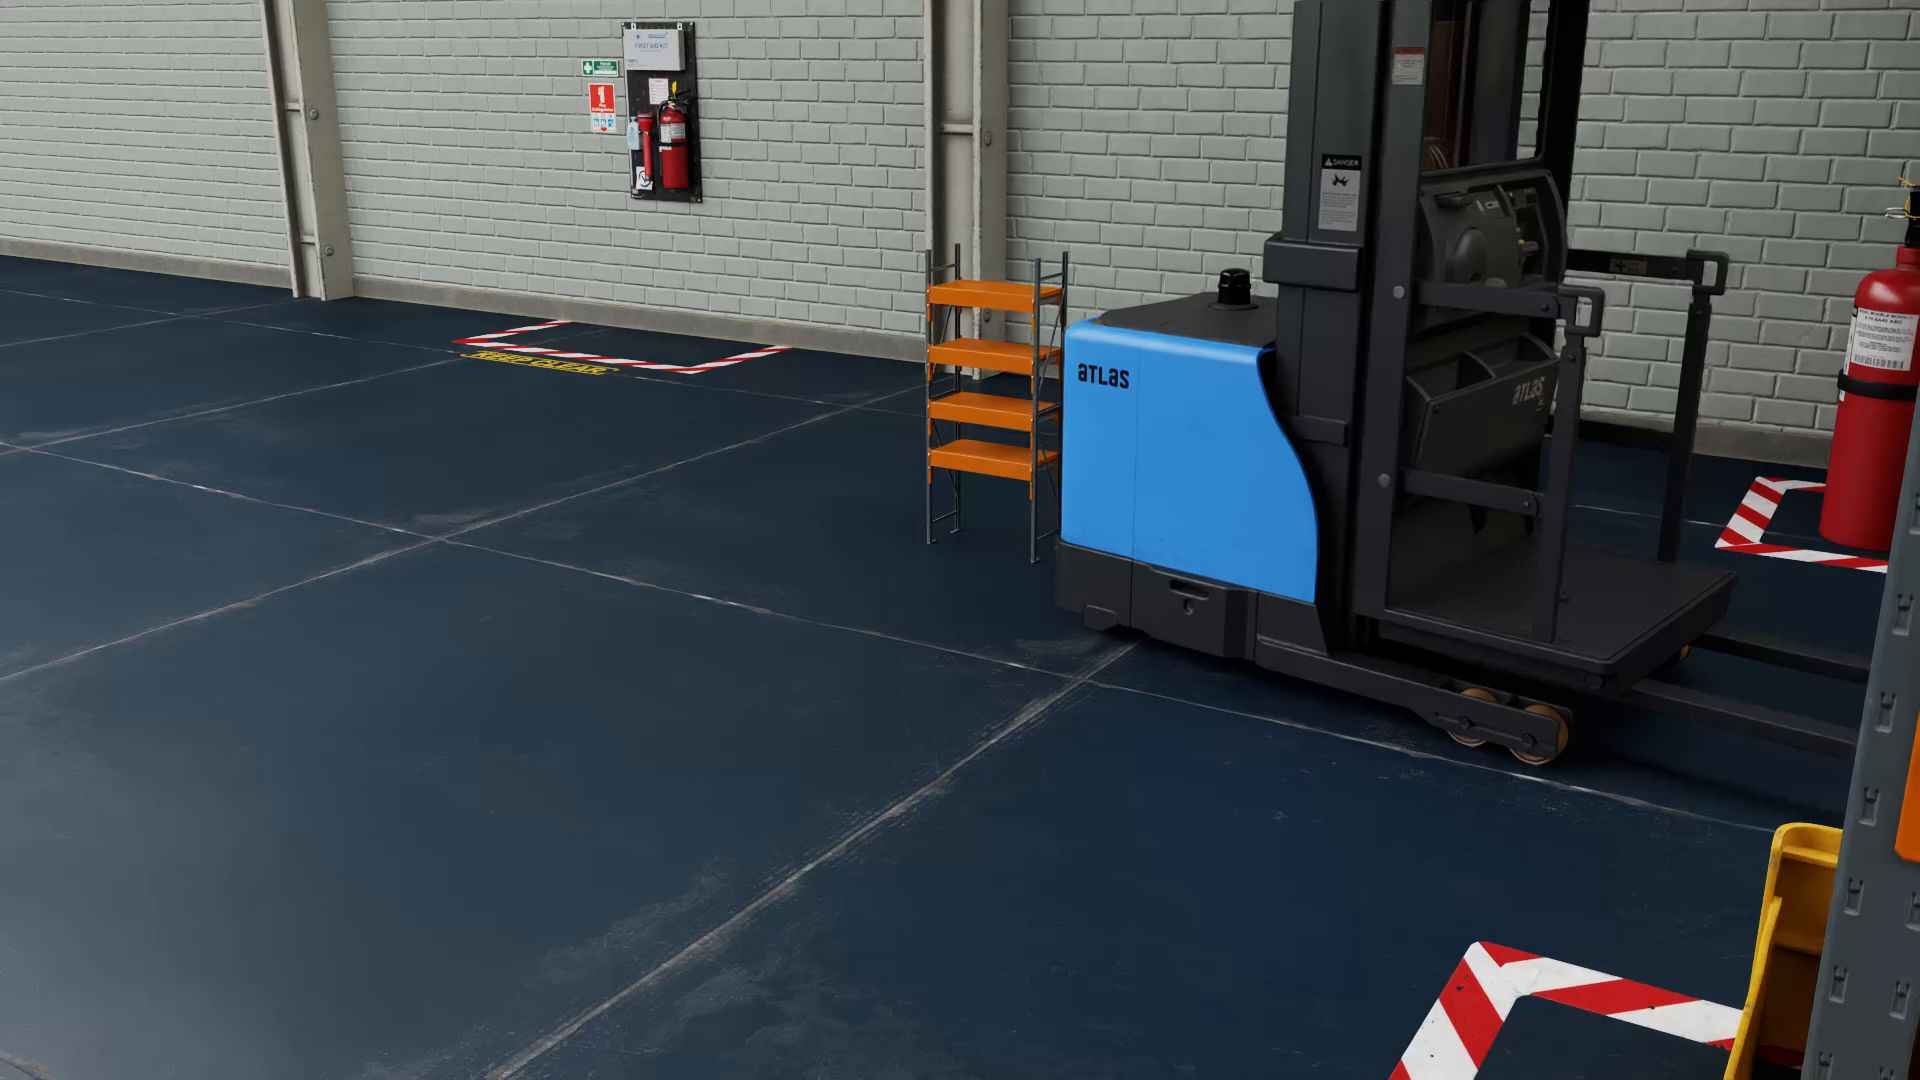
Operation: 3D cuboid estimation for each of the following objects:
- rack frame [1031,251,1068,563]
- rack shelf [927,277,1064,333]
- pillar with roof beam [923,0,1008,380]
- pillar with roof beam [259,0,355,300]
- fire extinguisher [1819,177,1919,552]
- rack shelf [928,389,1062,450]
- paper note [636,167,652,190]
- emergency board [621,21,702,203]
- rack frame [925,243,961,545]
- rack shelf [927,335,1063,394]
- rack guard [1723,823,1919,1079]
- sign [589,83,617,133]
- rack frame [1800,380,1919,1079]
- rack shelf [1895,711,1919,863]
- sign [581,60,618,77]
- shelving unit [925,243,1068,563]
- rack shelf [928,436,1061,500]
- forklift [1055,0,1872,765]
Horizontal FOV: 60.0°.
[{"bbox_3d":[0.349,-0.512,6.502,0.015,1.200,0.240,10,20,30],"label":"rack frame"},{"bbox_3d":[0.141,-0.925,6.510,0.480,0.148,0.258,10,20,30],"label":"rack shelf"},{"bbox_3d":[-2.220,-4.279,5.485,0.400,9.000,9.100,10,20,30],"label":"pillar with roof beam"},{"bbox_3d":[-7.333,-5.192,8.490,0.400,9.000,9.100,10,20,30],"label":"pillar with roof beam"},{"bbox_3d":[1.650,-0.323,2.916,0.183,0.674,0.296,10,20,30],"label":"fire extinguisher"},{"bbox_3d":[0.141,-0.485,6.643,0.480,0.148,0.258,10,20,30],"label":"rack shelf"},{"bbox_3d":[-2.168,-2.483,11.409,0.142,0.148,0.016,10,20,30],"label":"paper note"},{"bbox_3d":[-2.053,-2.860,11.136,0.643,1.169,0.194,10,20,30],"label":"emergency board"},{"bbox_3d":[-0.067,-0.586,6.746,0.015,1.200,0.240,10,20,30],"label":"rack frame"},{"bbox_3d":[0.141,-0.699,6.578,0.480,0.148,0.258,10,20,30],"label":"rack shelf"},{"bbox_3d":[1.487,0.965,2.843,0.348,0.500,1.175,10,20,30],"label":"rack guard"},{"bbox_3d":[-2.470,-2.987,11.492,0.234,0.329,0.001,10,20,30],"label":"sign"},{"bbox_3d":[1.507,-0.227,2.467,0.127,3.000,1.000,10,20,30],"label":"rack frame"},{"bbox_3d":[3.211,0.422,1.570,4.000,0.370,1.077,10,20,30],"label":"rack shelf"},{"bbox_3d":[-2.471,-3.237,11.405,0.331,0.109,0.001,10,20,30],"label":"sign"},{"bbox_3d":[0.141,-0.549,6.624,0.503,1.200,0.258,10,20,30],"label":"shelving unit"},{"bbox_3d":[0.141,-0.295,6.701,0.480,0.148,0.258,10,20,30],"label":"rack shelf"},{"bbox_3d":[1.776,-0.931,4.903,3.031,2.935,1.130,14,22,39],"label":"forklift"}]
